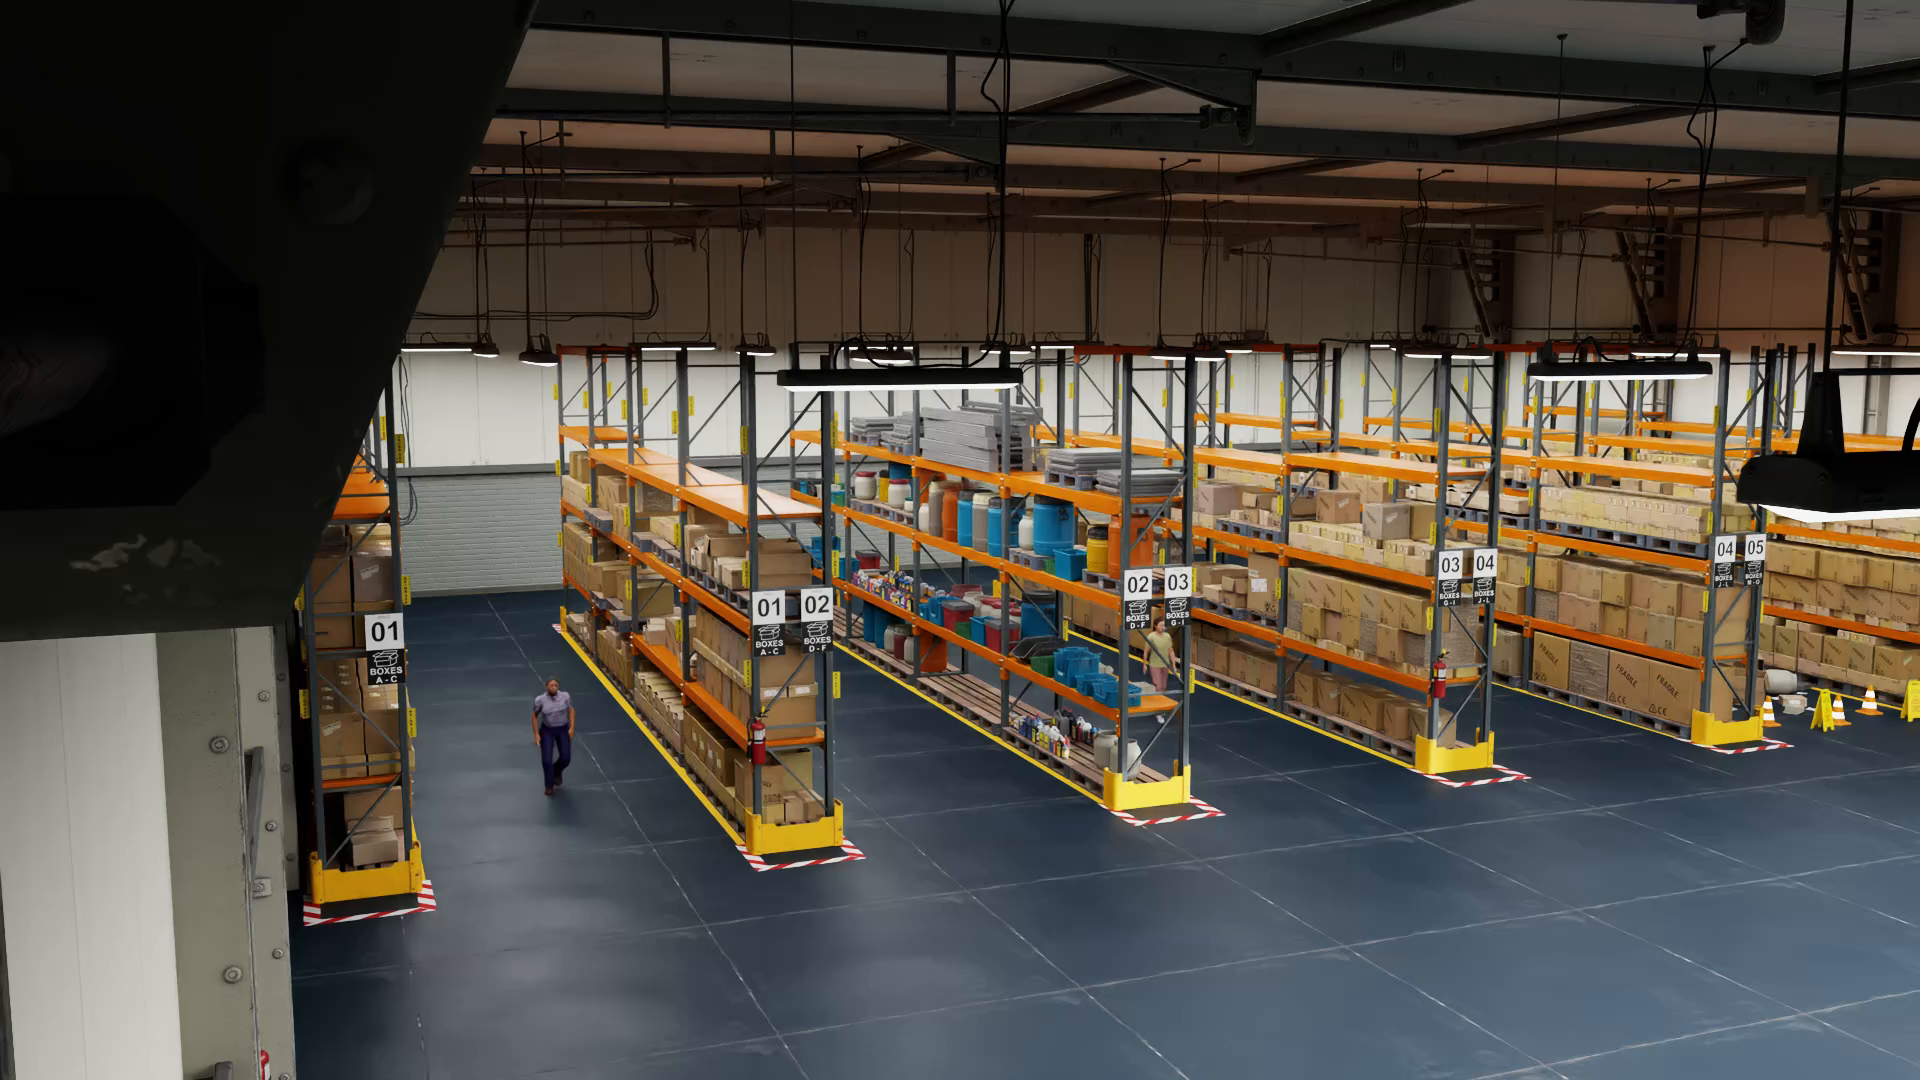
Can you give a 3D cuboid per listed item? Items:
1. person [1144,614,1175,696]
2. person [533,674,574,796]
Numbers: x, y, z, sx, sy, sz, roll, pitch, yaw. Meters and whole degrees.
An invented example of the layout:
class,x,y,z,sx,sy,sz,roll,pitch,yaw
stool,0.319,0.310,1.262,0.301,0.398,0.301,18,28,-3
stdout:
class,x,y,z,sx,sy,sz,roll,pitch,yaw
person,3.254,1.922,27.011,0.492,1.435,0.690,-1,7,-11
person,-5.565,2.665,22.788,0.573,1.662,0.418,-5,9,-32
